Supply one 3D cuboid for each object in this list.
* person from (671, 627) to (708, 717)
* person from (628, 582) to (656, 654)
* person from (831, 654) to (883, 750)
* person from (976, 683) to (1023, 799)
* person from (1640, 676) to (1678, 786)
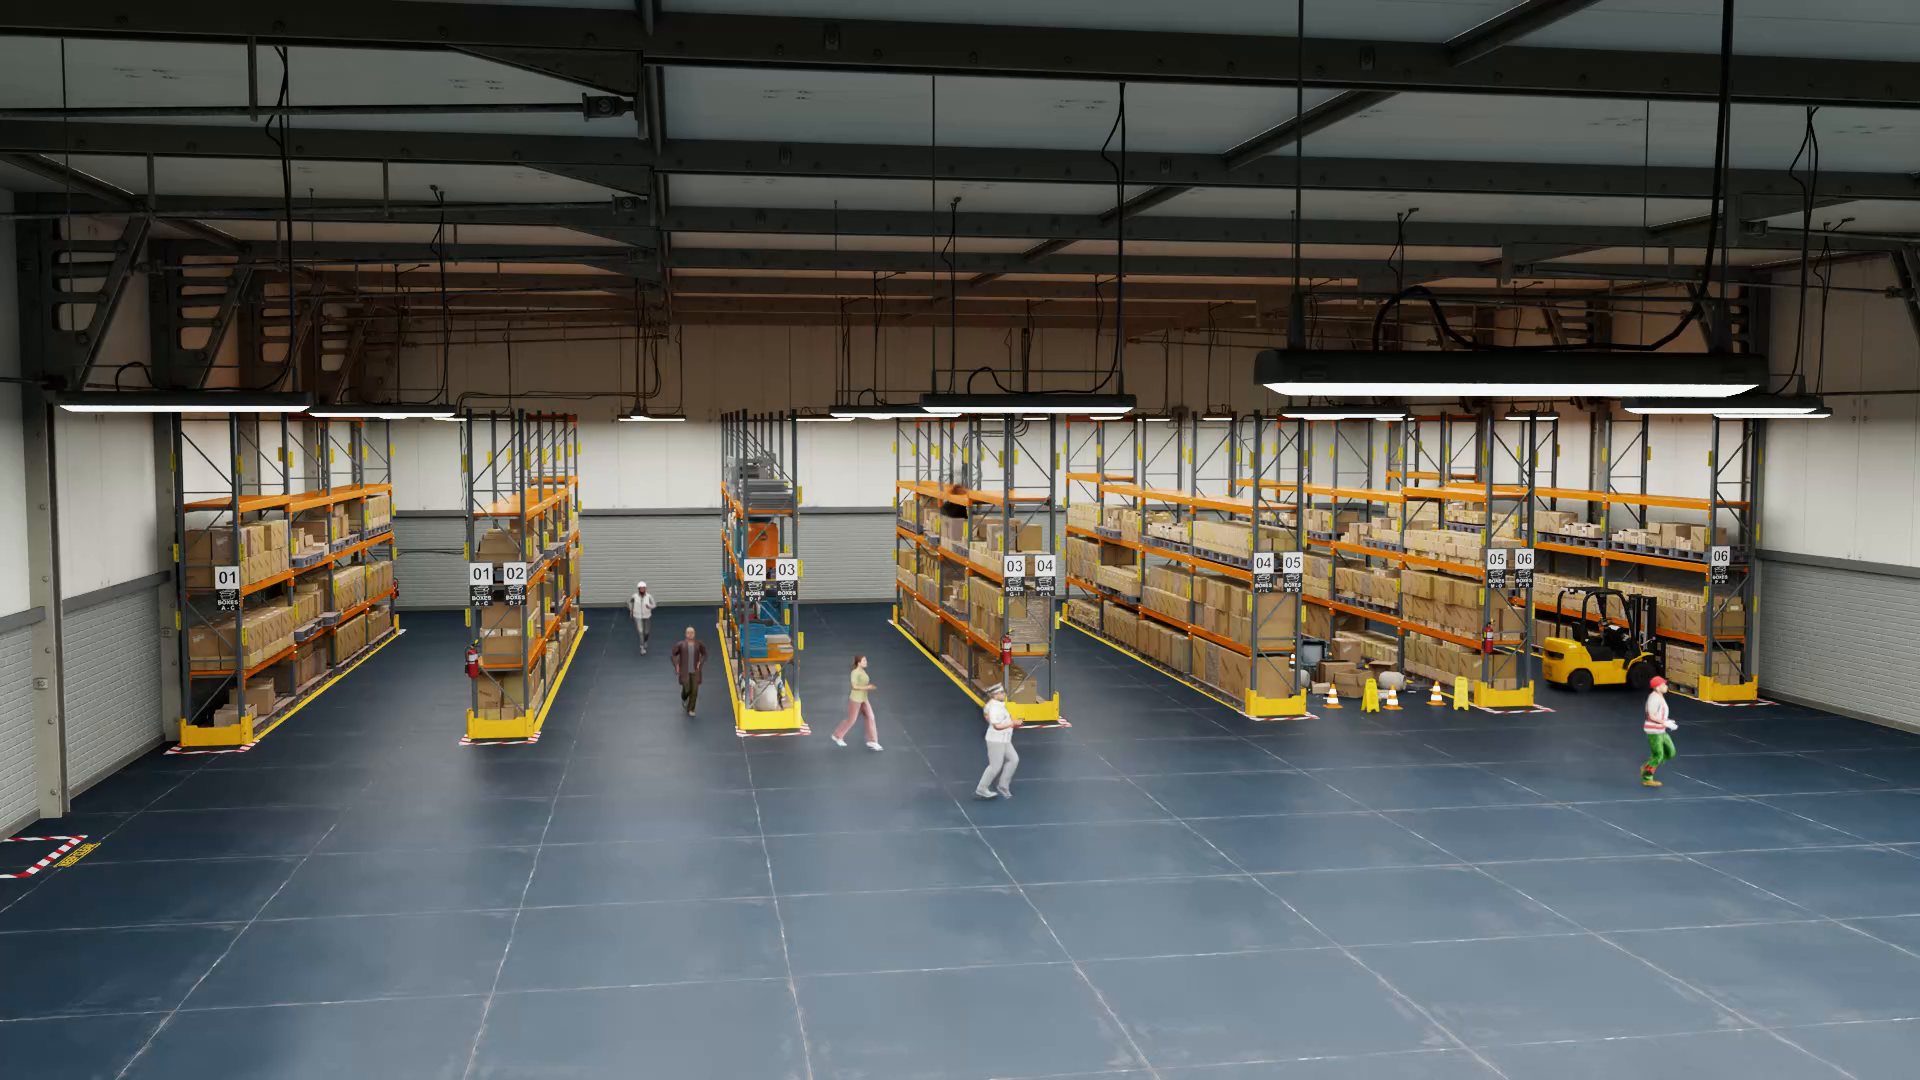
[{"bbox_3d":[-5.303,2.578,32.657,0.726,1.734,0.702,-1,4,-18],"label":"person"},{"bbox_3d":[-7.927,1.919,41.508,0.657,1.756,0.952,-1,4,-16],"label":"person"},{"bbox_3d":[-1.818,2.837,29.194,0.946,1.682,0.532,2,4,21],"label":"person"},{"bbox_3d":[0.611,3.084,25.309,0.727,1.830,0.640,1,4,11],"label":"person"},{"bbox_3d":[11.010,3.016,26.165,0.575,1.746,0.656,3,5,32],"label":"person"}]
